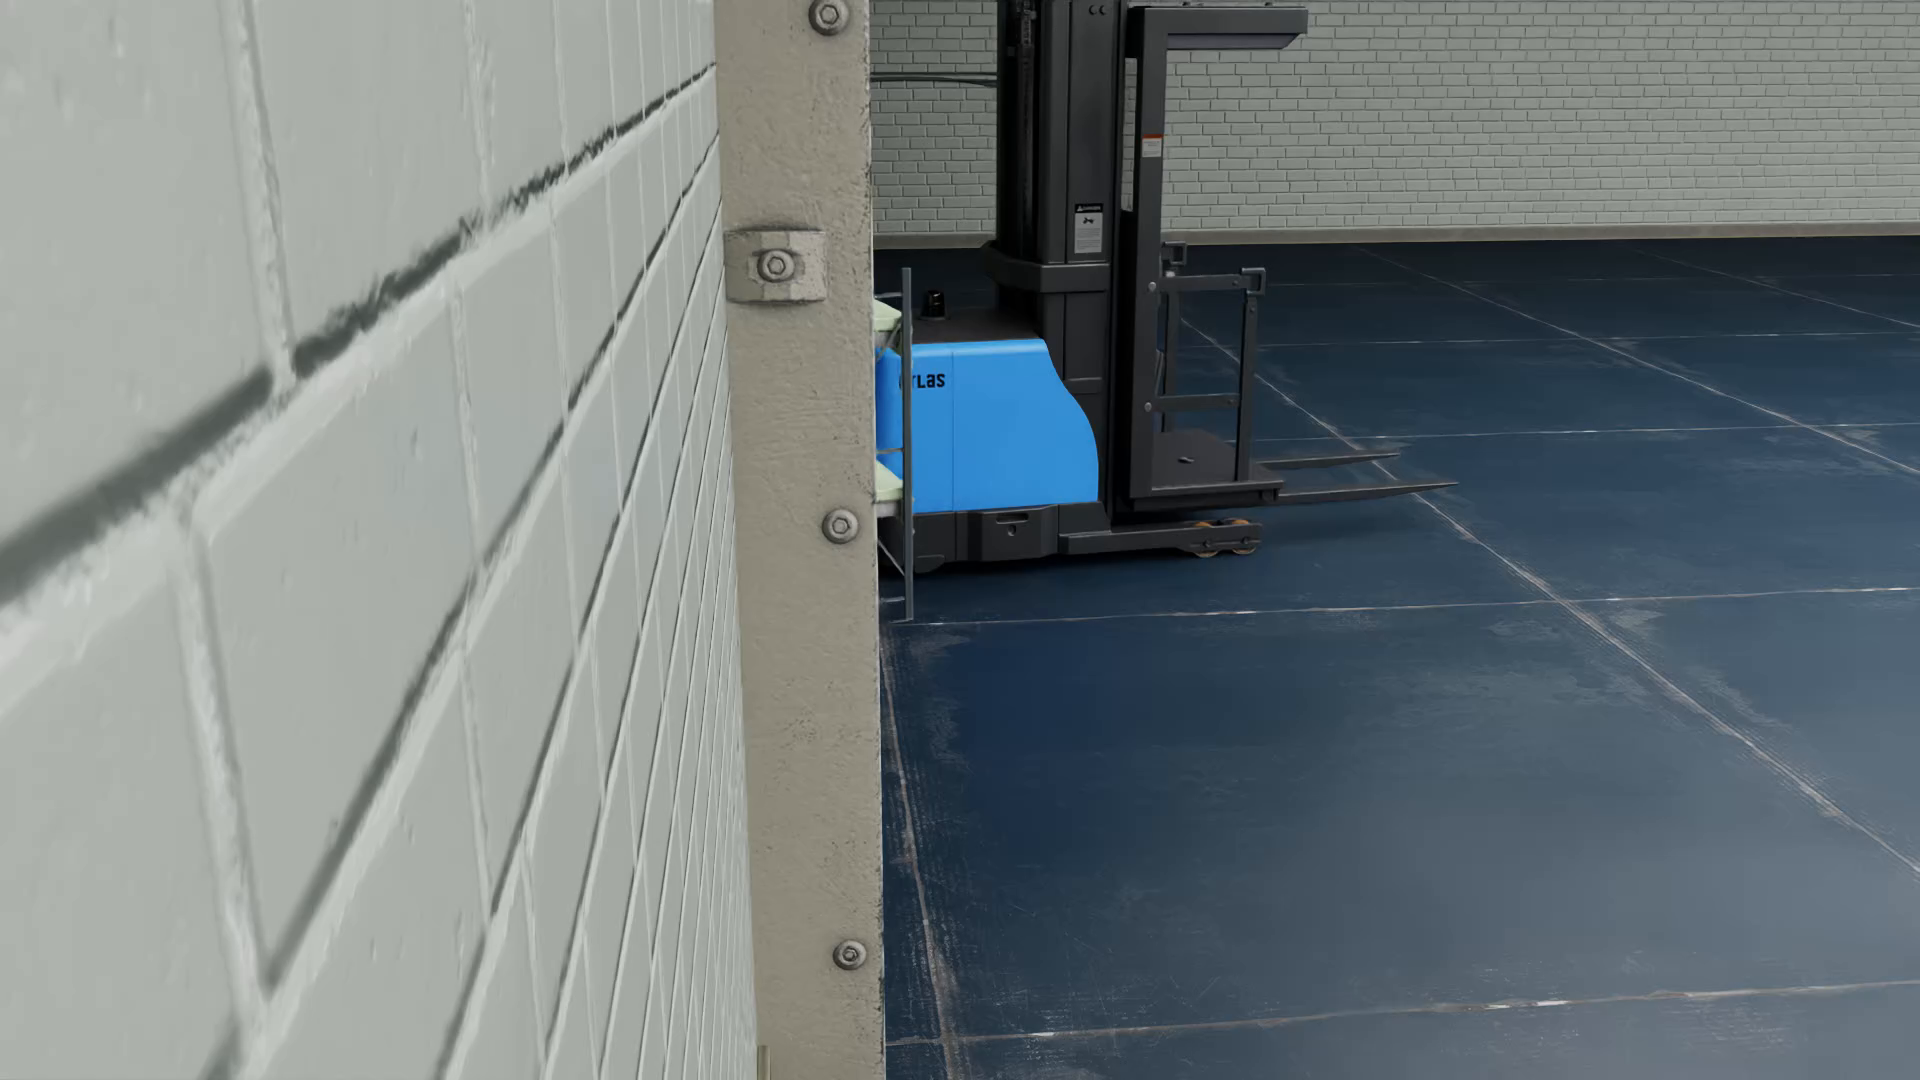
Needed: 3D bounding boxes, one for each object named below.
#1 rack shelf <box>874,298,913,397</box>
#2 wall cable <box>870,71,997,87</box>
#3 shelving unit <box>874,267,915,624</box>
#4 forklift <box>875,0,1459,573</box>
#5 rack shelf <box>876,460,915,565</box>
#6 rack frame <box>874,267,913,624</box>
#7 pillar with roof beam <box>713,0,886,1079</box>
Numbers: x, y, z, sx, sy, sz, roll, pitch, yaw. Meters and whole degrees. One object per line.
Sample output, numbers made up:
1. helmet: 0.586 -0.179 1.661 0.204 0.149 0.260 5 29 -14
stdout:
1. rack shelf: -0.514 -0.829 6.999 0.431 0.370 0.720 -6 19 -19
2. wall cable: -0.577 -6.040 17.575 3.097 2.526 0.112 -2 18 -6
3. shelving unit: -0.515 -0.457 7.119 0.431 1.500 0.755 -6 19 -19
4. forklift: 0.958 -1.462 7.941 3.031 2.935 1.130 -4 18 -13
5. rack shelf: -0.516 -0.147 7.219 0.431 0.370 0.720 -6 19 -19
6. rack frame: -0.389 -0.351 6.792 0.400 1.500 0.023 -6 19 -19
7. pillar with roof beam: 3.931 -3.160 3.220 9.100 9.000 0.400 -2 18 -6
